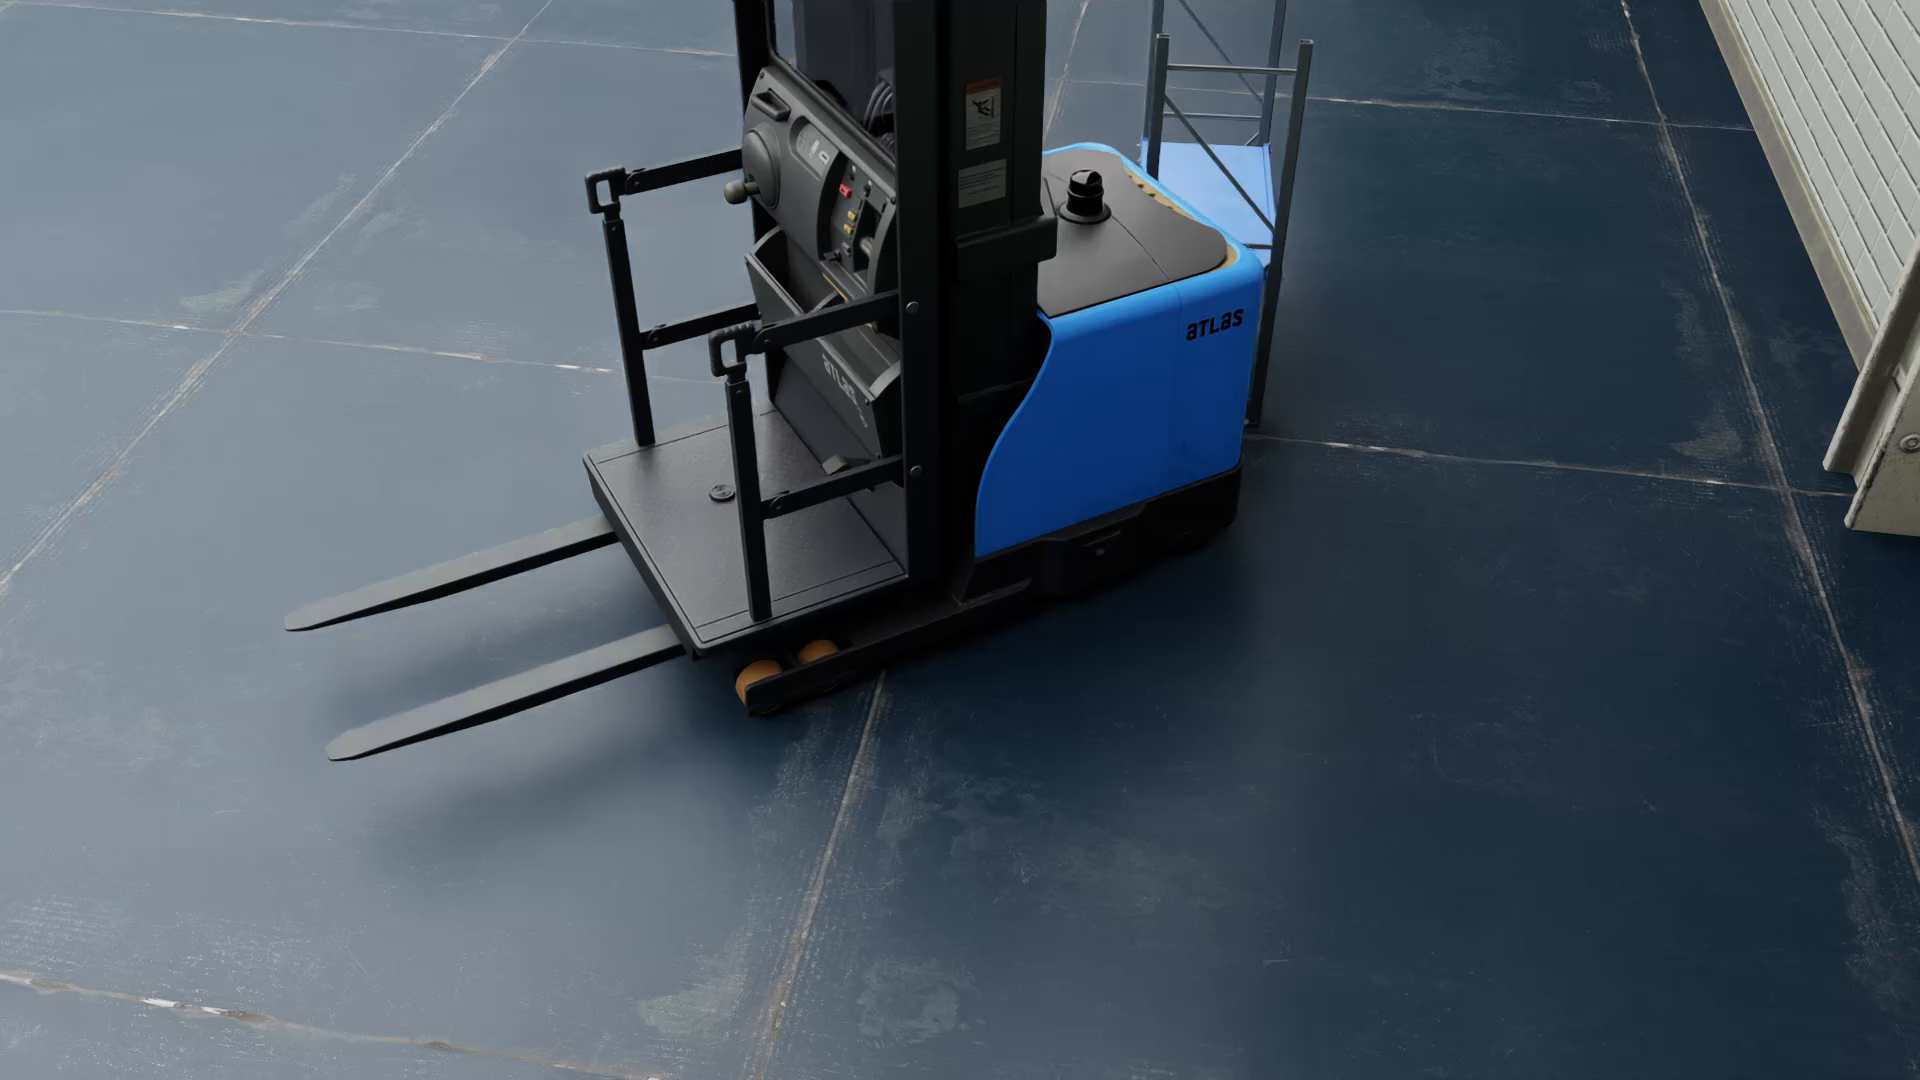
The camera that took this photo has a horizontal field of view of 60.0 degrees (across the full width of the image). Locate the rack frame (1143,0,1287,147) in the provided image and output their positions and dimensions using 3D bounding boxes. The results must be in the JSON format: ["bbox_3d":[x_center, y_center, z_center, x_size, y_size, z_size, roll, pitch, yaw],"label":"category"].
[{"bbox_3d":[0.984,-1.678,6.602,0.500,1.500,0.032,4,40,4],"label":"rack frame"}]

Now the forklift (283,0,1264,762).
[{"bbox_3d":[-0.589,-0.983,4.639,3.031,2.935,1.130,-19,43,-21],"label":"forklift"}]

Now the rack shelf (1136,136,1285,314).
[{"bbox_3d":[0.933,-1.217,6.327,0.538,0.185,1.000,4,40,4],"label":"rack shelf"}]

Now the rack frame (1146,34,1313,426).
[{"bbox_3d":[0.883,-1.033,5.823,0.500,1.500,0.032,4,40,4],"label":"rack frame"}]

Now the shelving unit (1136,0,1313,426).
[{"bbox_3d":[0.933,-1.356,6.213,0.538,1.500,1.048,4,40,4],"label":"shelving unit"}]
